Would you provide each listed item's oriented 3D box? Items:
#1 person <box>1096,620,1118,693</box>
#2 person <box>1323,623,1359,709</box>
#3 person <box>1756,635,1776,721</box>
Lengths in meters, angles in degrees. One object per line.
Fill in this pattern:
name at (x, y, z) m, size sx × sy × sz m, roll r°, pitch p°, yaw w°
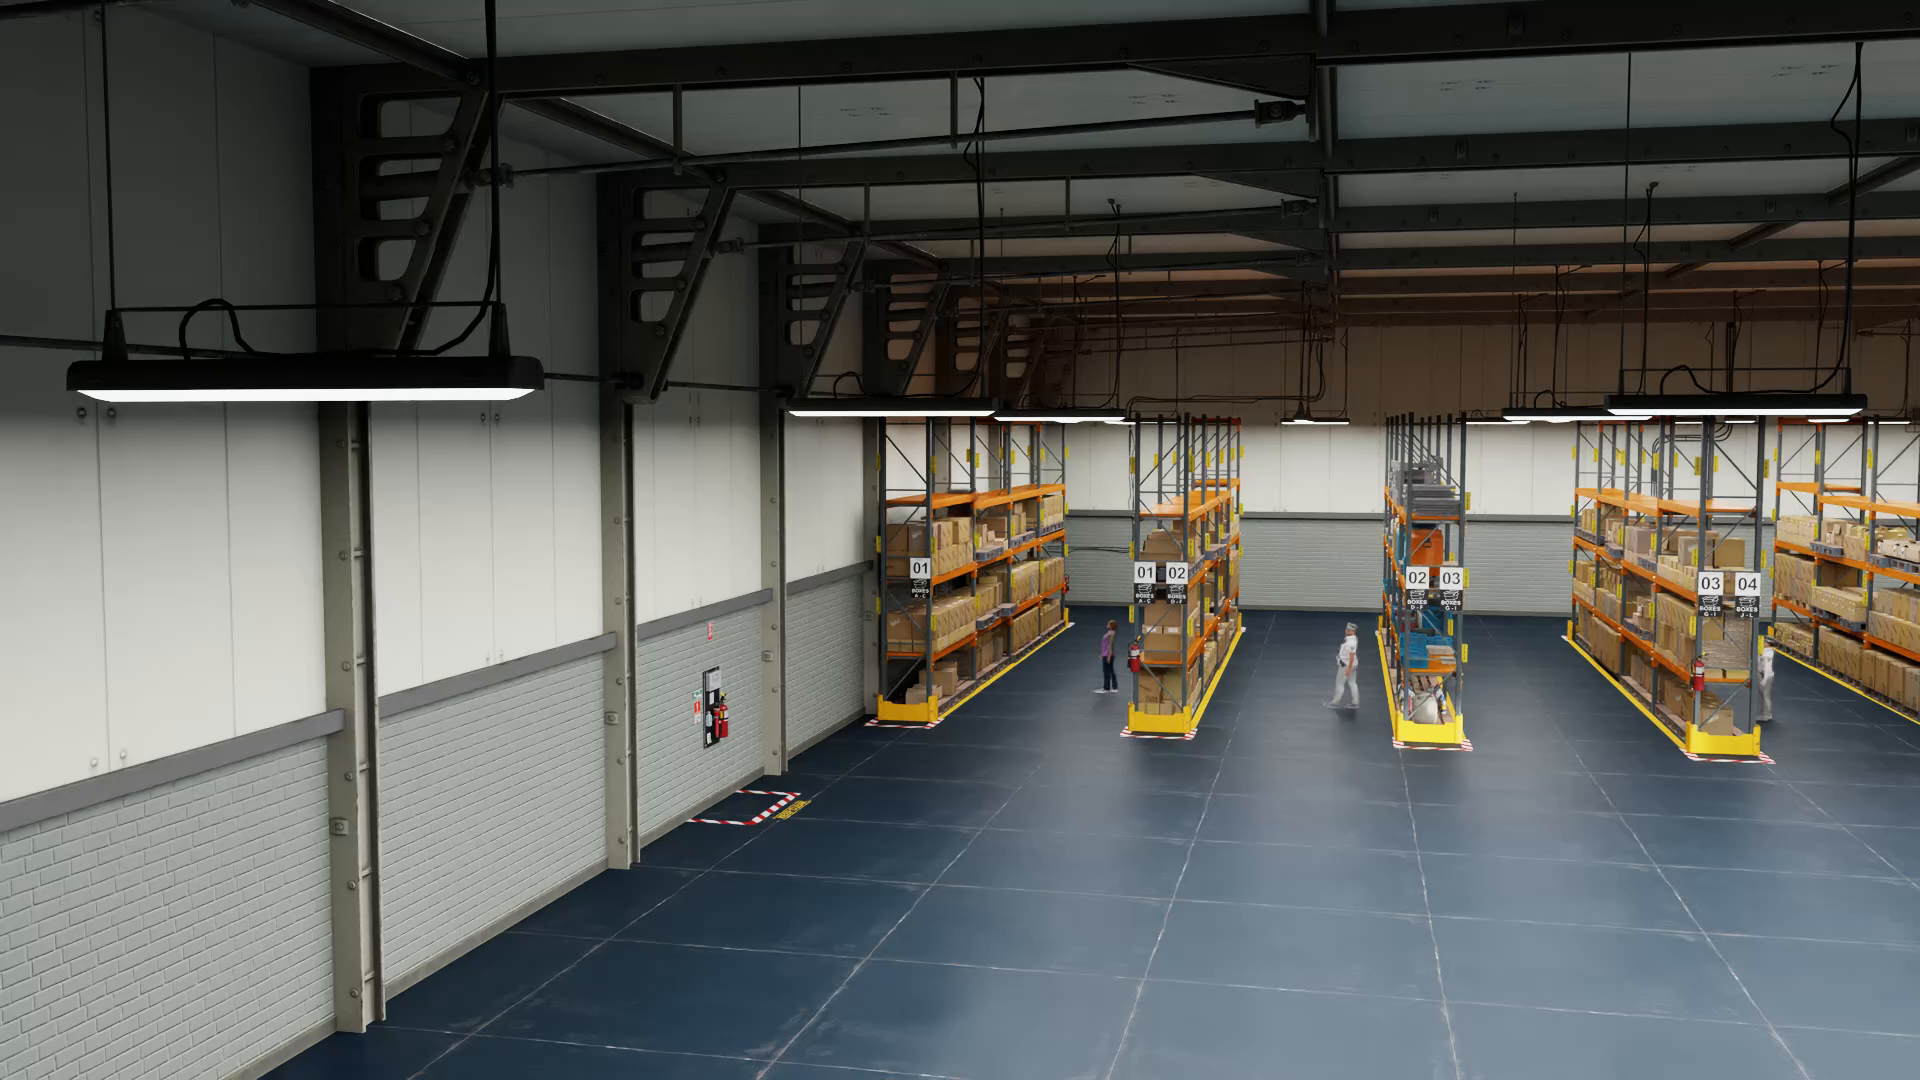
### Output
person at (3.178, 2.509, 35.862) m, size 0.452 × 1.574 × 0.437 m, roll 1°, pitch 4°, yaw 16°
person at (7.785, 2.548, 33.862) m, size 0.688 × 1.761 × 0.533 m, roll 2°, pitch 4°, yaw 31°
person at (15.736, 2.690, 32.510) m, size 0.358 × 1.708 × 0.634 m, roll 2°, pitch 4°, yaw 31°
